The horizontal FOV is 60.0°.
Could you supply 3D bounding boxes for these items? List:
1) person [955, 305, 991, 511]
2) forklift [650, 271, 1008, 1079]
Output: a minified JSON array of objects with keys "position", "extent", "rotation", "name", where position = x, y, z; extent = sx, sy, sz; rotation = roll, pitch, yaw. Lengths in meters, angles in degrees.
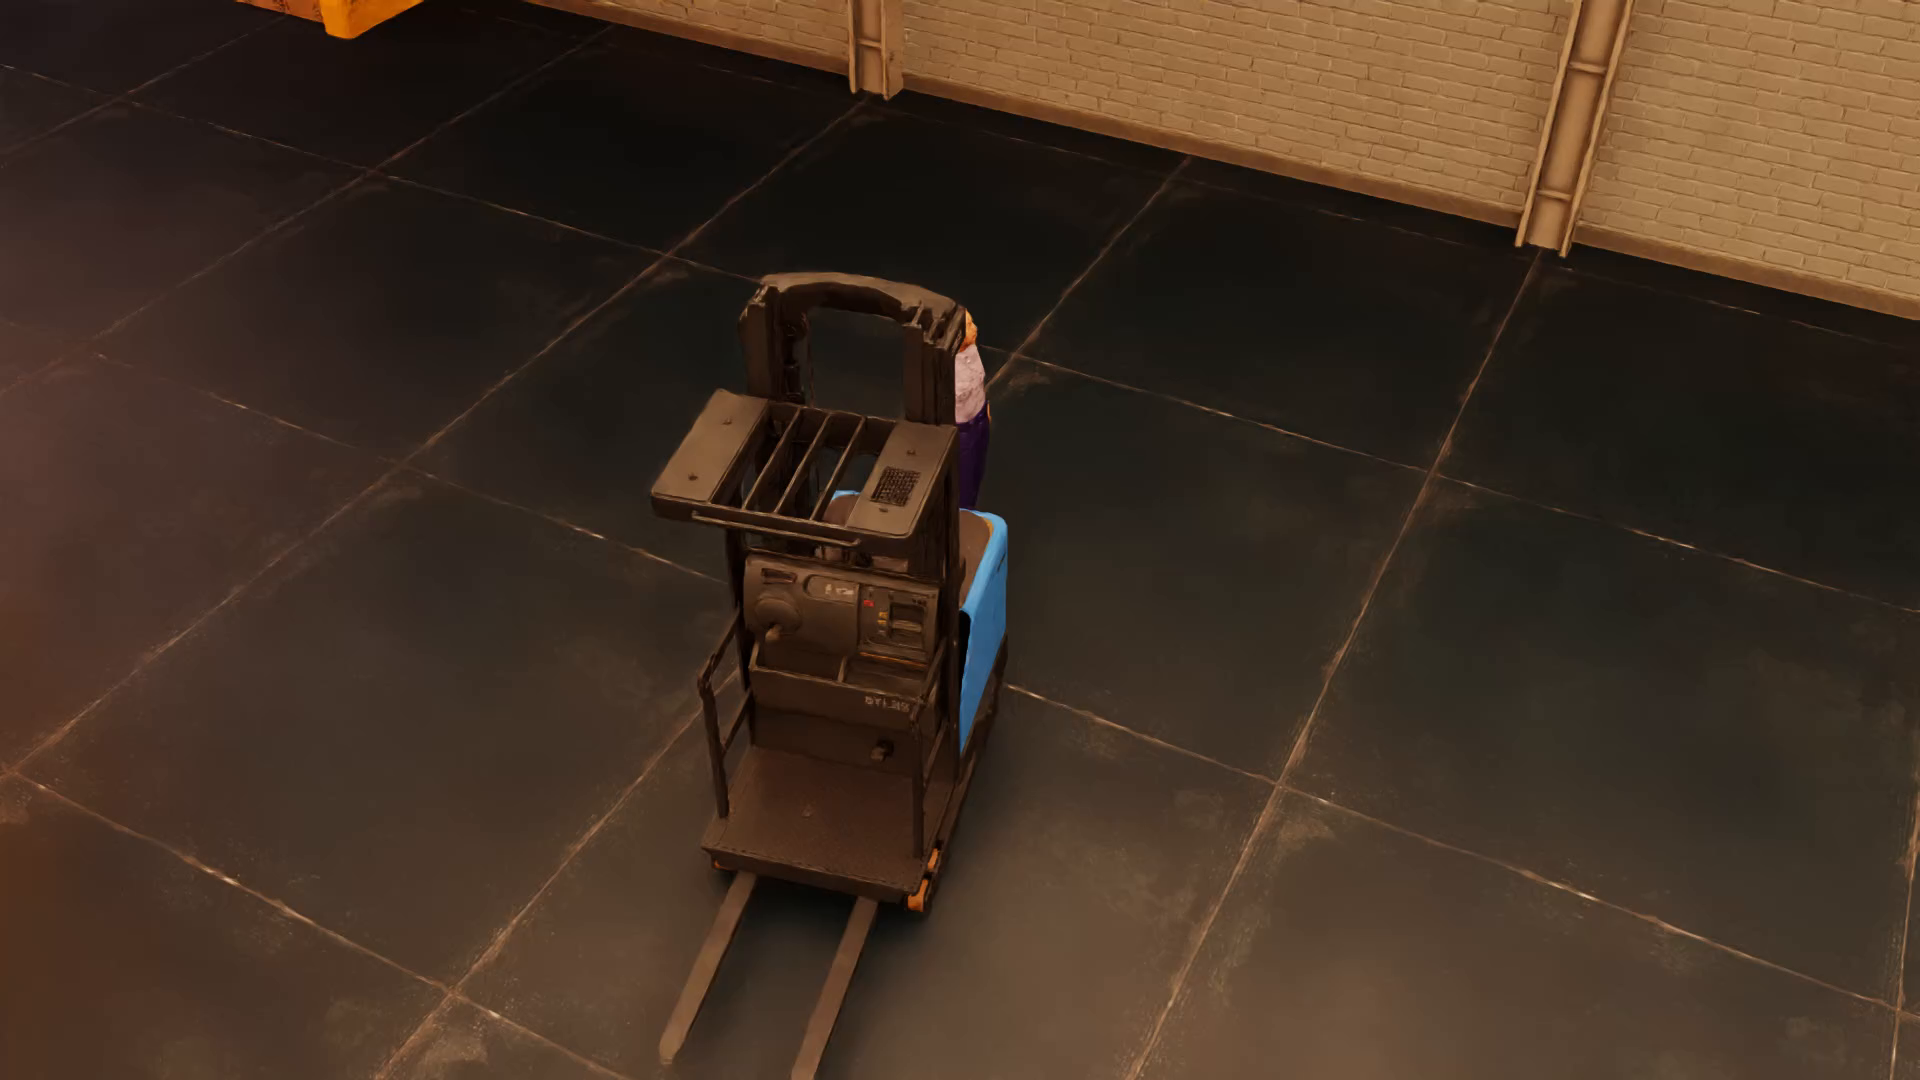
[{"position":[0.069,-0.592,9.683],"extent":[0.502,1.640,0.599],"rotation":[18,43,21],"name":"person"},{"position":[-0.605,0.408,7.502],"extent":[1.130,2.935,3.031],"rotation":[10,41,11],"name":"forklift"}]
